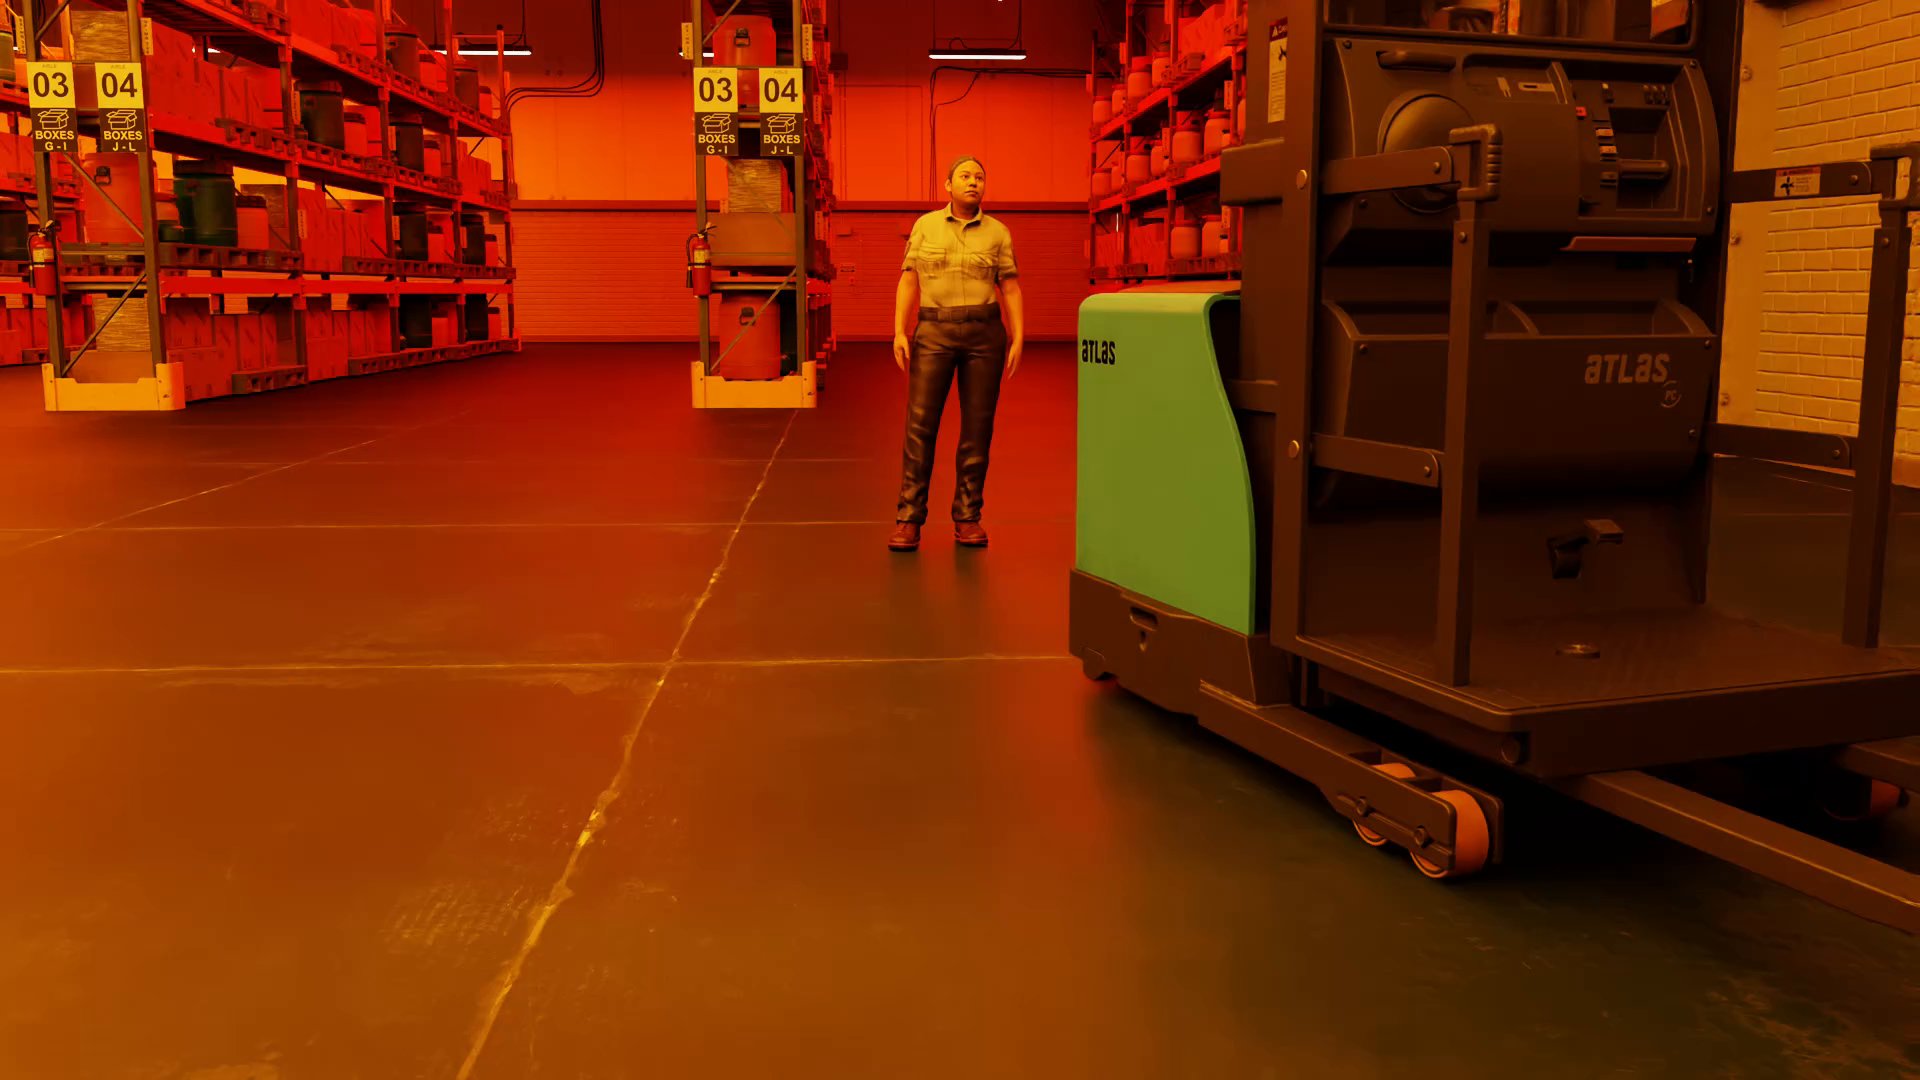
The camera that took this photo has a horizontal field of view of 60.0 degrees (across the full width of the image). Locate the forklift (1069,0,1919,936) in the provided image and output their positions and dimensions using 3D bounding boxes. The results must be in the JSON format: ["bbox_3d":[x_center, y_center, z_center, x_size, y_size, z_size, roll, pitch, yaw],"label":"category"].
[{"bbox_3d":[1.282,-0.889,3.316,1.130,2.935,3.031,-3,9,-19],"label":"forklift"}]

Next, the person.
[{"bbox_3d":[-0.017,-0.810,7.098,0.598,1.651,0.503,-1,8,-4],"label":"person"}]
